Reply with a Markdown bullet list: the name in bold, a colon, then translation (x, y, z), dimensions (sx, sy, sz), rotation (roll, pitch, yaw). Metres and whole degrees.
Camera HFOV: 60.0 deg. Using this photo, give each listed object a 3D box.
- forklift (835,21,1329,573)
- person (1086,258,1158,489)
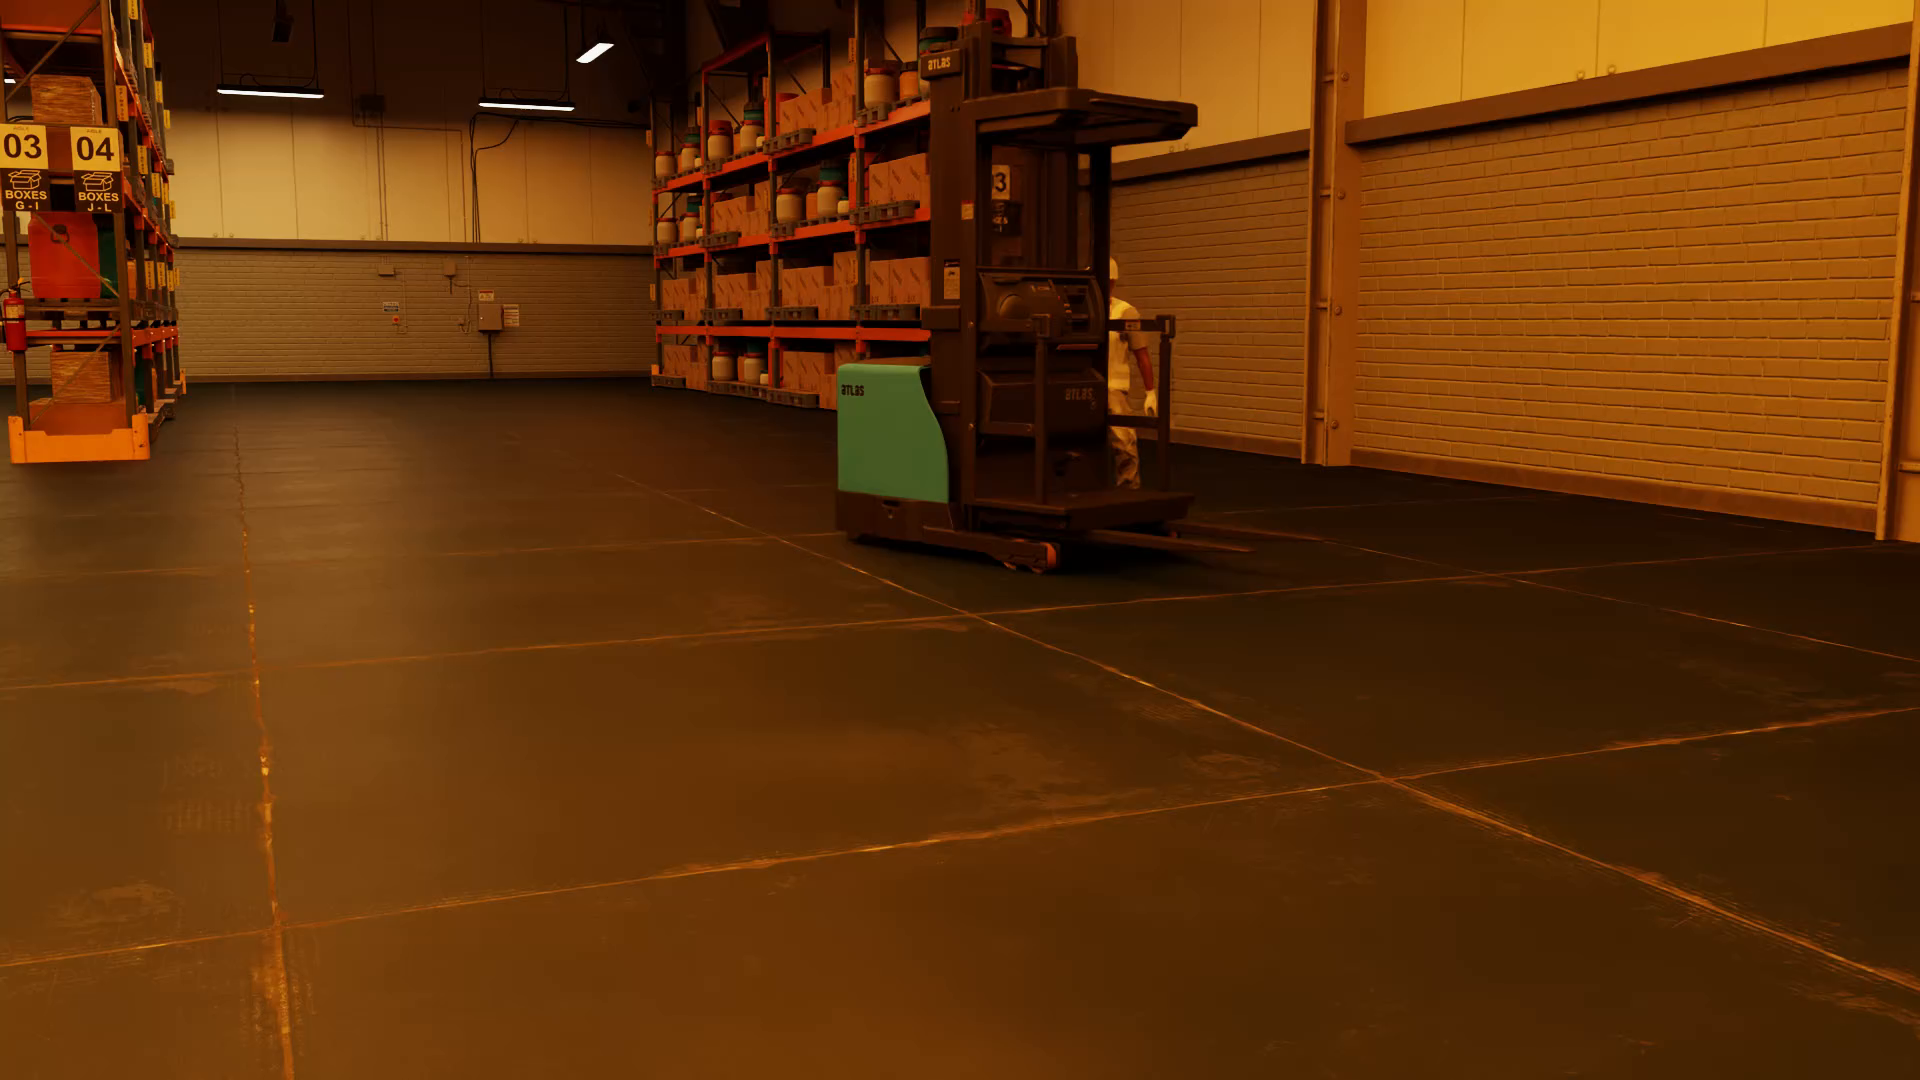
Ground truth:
- **forklift**: translation (0.611, -1.351, 9.189), dimensions (1.130, 2.935, 3.031), rotation (-7, 10, -42)
- **person**: translation (0.867, -0.919, 10.536), dimensions (0.894, 1.744, 0.458), rotation (3, 8, 24)
